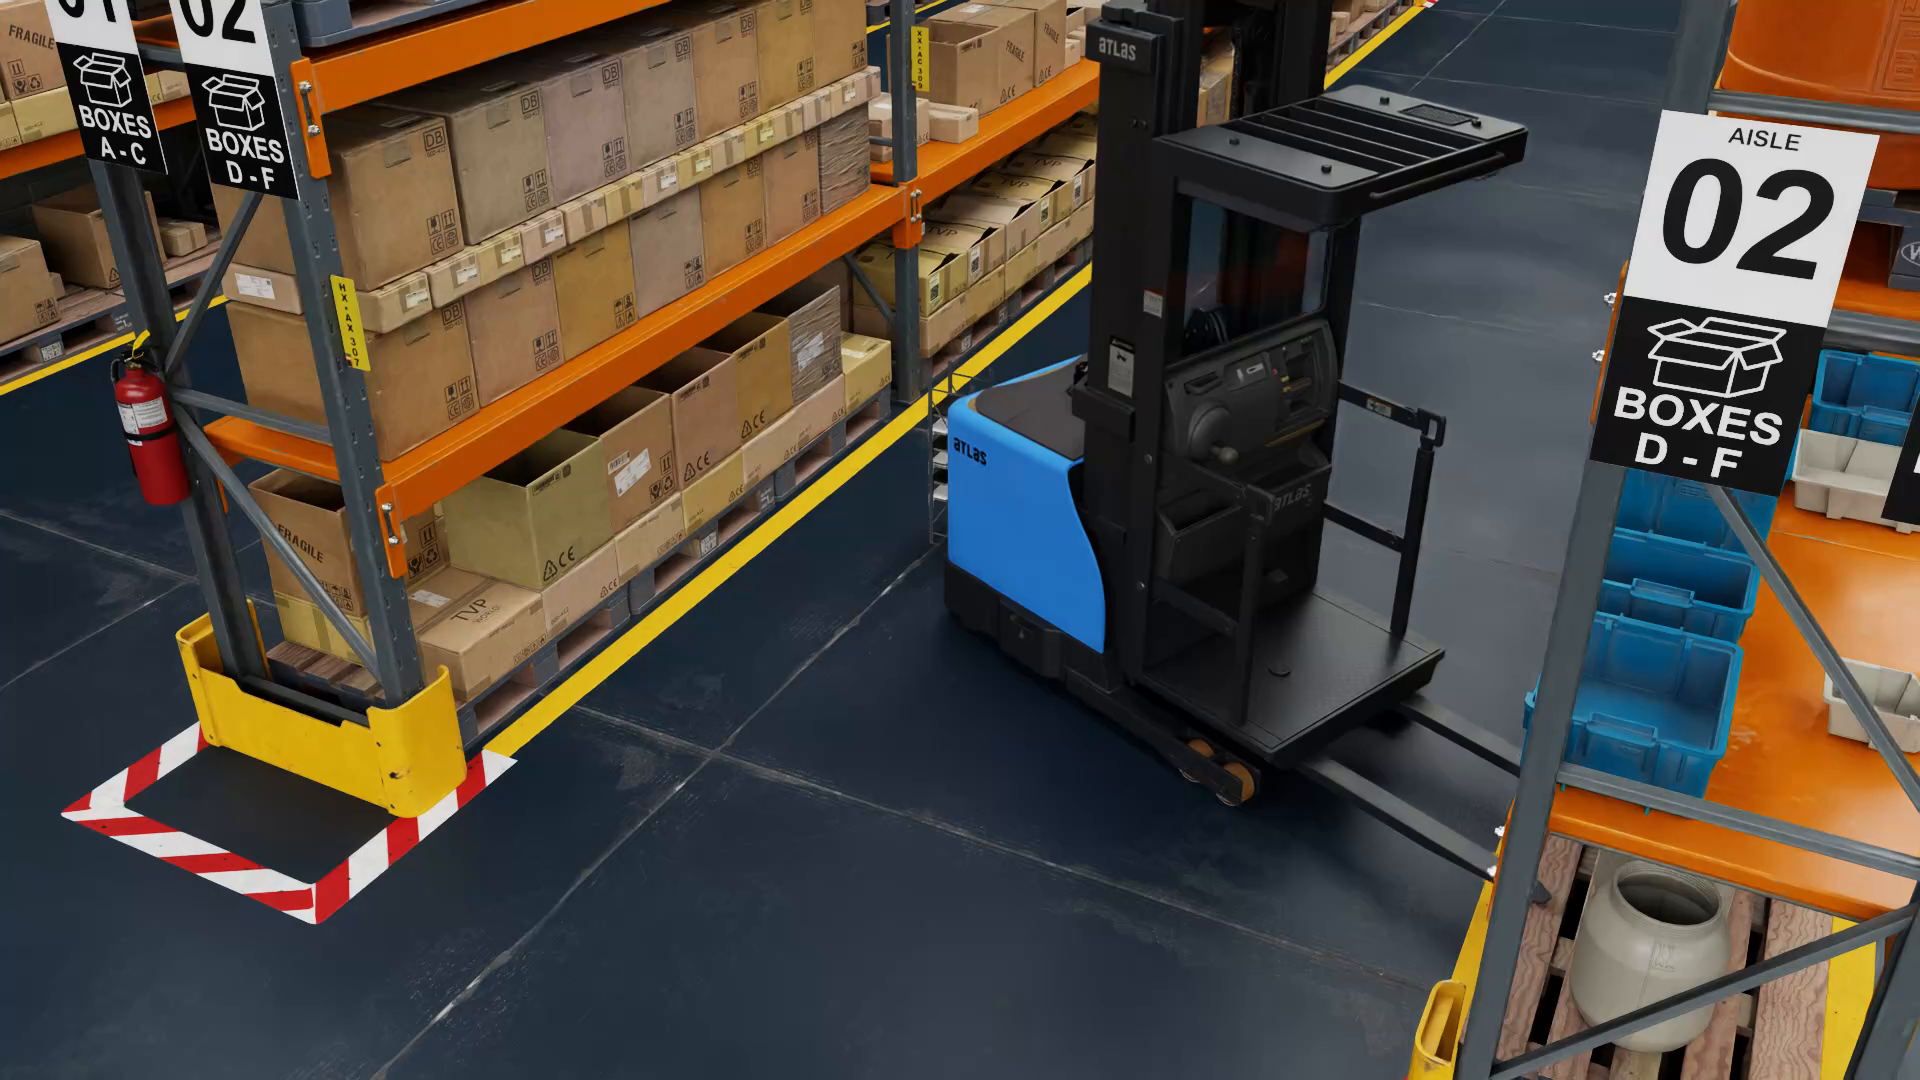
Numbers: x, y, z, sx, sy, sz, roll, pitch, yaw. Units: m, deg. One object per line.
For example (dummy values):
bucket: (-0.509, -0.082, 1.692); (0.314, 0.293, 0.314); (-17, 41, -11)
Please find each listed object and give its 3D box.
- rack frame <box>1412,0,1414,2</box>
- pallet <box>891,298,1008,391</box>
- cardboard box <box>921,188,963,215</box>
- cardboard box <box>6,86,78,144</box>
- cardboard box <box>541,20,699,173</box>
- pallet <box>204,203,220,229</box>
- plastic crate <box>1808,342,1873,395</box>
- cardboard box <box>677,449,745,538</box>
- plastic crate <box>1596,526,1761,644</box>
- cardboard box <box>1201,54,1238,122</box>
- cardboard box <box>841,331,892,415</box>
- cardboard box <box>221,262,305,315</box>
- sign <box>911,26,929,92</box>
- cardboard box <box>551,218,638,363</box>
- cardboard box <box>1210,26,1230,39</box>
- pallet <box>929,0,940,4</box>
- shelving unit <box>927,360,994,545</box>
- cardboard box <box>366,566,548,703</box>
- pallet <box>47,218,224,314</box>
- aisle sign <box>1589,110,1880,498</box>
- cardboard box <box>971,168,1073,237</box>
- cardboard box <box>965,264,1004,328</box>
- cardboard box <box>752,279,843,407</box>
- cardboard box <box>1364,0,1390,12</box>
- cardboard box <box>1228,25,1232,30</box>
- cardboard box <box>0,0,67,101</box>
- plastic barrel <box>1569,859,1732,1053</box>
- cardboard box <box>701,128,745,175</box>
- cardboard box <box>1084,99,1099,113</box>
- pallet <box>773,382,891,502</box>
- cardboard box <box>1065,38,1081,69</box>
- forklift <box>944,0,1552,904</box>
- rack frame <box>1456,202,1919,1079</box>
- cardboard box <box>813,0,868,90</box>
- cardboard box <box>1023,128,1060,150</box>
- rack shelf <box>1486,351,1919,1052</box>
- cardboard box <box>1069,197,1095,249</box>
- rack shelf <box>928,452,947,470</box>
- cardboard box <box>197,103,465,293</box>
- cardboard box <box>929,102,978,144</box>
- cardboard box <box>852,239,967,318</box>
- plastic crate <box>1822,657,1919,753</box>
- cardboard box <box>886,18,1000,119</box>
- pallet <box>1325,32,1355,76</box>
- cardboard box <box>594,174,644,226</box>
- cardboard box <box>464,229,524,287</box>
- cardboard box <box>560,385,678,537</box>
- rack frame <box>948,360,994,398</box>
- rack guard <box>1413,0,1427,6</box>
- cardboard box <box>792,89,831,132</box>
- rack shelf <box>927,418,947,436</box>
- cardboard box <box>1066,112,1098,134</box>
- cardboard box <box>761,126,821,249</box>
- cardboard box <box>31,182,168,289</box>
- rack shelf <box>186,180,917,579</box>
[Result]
rack frame: (4.765, -7.533, 18.356); (1.000, 3.000, 0.127); (14, 33, 23)
pallet: (-0.401, -1.340, 10.371); (1.003, 0.211, 1.213); (14, 33, 23)
cardboard box: (-0.312, -2.144, 10.747); (0.500, 0.311, 0.500); (14, 33, 23)
cardboard box: (-5.509, -2.555, 9.817); (0.500, 0.250, 0.500); (14, 33, 23)
cardboard box: (-1.584, -1.954, 7.237); (0.700, 0.500, 0.500); (14, 33, 23)
pallet: (-4.760, -2.472, 12.342); (1.003, 0.211, 1.213); (14, 33, 23)
plastic crate: (3.354, -0.858, 6.794); (0.767, 0.338, 0.504); (14, 33, 23)
cardboard box: (-1.397, -0.282, 8.068); (0.500, 0.250, 0.500); (14, 33, 23)
plastic crate: (2.146, 0.173, 5.085); (0.499, 0.251, 0.408); (14, 33, 23)
cardboard box: (2.049, -3.685, 13.723); (0.500, 0.500, 0.500); (14, 33, 23)
cardboard box: (-0.719, -0.948, 9.228); (0.500, 0.250, 0.500); (14, 33, 23)
cardboard box: (-2.520, -0.977, 6.188); (0.380, 0.149, 0.250); (14, 33, 22)
sign: (-0.207, -2.498, 8.639); (0.100, 0.325, 0.005); (14, 33, 23)
cardboard box: (-1.834, -1.140, 7.123); (0.700, 0.500, 0.500); (15, 33, 24)
cardboard box: (2.050, -4.589, 14.545); (0.500, 0.250, 0.500); (14, 33, 23)
pallet: (-0.498, -6.535, 19.418); (1.003, 0.211, 1.213); (14, 33, 23)
shelving unit: (0.004, -0.394, 8.032); (0.258, 0.900, 0.210); (14, 33, 23)
cardboard box: (-2.082, 0.383, 6.910); (0.500, 0.250, 0.500); (14, 33, 23)
pallet: (-5.388, -1.820, 11.208); (1.003, 0.211, 1.213); (14, 33, 23)
aisle sign: (1.587, -0.478, 3.459); (0.394, 0.787, 0.004); (14, 33, 23)
cardboard box: (0.407, -2.255, 10.941); (0.500, 0.311, 0.500); (15, 33, 25)
cardboard box: (-0.063, -1.552, 10.280); (0.500, 0.250, 0.500); (15, 33, 24)
cardboard box: (-0.957, -1.054, 8.660); (0.500, 0.500, 0.500); (14, 33, 23)
cardboard box: (4.277, -5.820, 17.692); (0.500, 0.250, 0.500); (14, 33, 23)
cardboard box: (2.272, -4.468, 15.088); (0.500, 0.500, 0.500); (15, 33, 24)
cardboard box: (-5.515, -2.881, 9.633); (0.500, 0.500, 0.500); (13, 32, 22)
plastic barrel: (2.116, 1.273, 5.098); (0.421, 0.512, 0.421); (0, 30, 0)
cardboard box: (-1.215, -1.806, 7.632); (0.380, 0.149, 0.250); (15, 33, 25)
cardboard box: (1.337, -3.561, 13.508); (0.500, 0.500, 0.500); (16, 33, 25)
pallet: (-1.101, -0.661, 9.189); (1.003, 0.211, 1.213); (14, 33, 23)
cardboard box: (0.590, -3.300, 11.236); (0.380, 0.149, 0.250); (17, 34, 27)
forklift: (1.261, -0.525, 6.221); (1.130, 2.935, 3.031); (-23, 37, -34)
rack frame: (1.884, 0.685, 4.045); (1.000, 3.000, 0.127); (14, 33, 23)
cardboard box: (-0.898, -2.621, 8.399); (0.700, 0.500, 0.500); (14, 33, 24)
cardboard box: (0.389, -2.819, 11.923); (0.500, 0.311, 0.500); (13, 33, 22)
rack shelf: (2.795, 0.111, 5.768); (1.077, 0.370, 4.000); (14, 33, 23)
cardboard box: (0.634, -2.236, 11.471); (0.500, 0.250, 0.500); (15, 33, 24)
rack shelf: (0.004, -0.365, 8.049); (0.258, 0.077, 0.200); (14, 33, 23)
cardboard box: (-2.276, -1.274, 6.052); (0.700, 0.500, 0.500); (14, 33, 23)
cardboard box: (-0.116, -2.451, 9.758); (0.380, 0.149, 0.250); (14, 33, 23)
cardboard box: (-0.292, -1.573, 9.753); (0.500, 0.311, 0.500); (14, 33, 23)
plastic crate: (2.578, 0.476, 4.674); (0.298, 0.136, 0.250); (14, 33, 23)
cardboard box: (-0.097, -2.827, 10.060); (0.500, 0.500, 0.500); (17, 34, 27)
pallet: (3.256, -4.855, 16.492); (1.003, 0.211, 1.213); (14, 33, 23)
cardboard box: (-1.569, -1.461, 7.031); (0.380, 0.149, 0.250); (14, 33, 23)
cardboard box: (-1.921, -1.118, 6.433); (0.380, 0.149, 0.250); (14, 33, 23)
cardboard box: (-1.639, -0.389, 7.502); (0.500, 0.500, 0.500); (14, 33, 23)
rack frame: (0.050, -0.439, 8.111); (0.240, 0.900, 0.006); (14, 33, 23)
rack guard: (4.730, -6.415, 18.920); (1.175, 0.500, 0.348); (14, 33, 23)
cardboard box: (-0.866, -2.143, 8.218); (0.380, 0.149, 0.250); (13, 32, 22)
rack shelf: (0.004, -0.521, 7.959); (0.258, 0.077, 0.200); (14, 33, 23)
cardboard box: (1.101, -2.931, 12.119); (0.500, 0.311, 0.500); (15, 33, 25)
cardboard box: (-1.133, -1.823, 8.312); (0.700, 0.500, 0.500); (14, 33, 23)
cardboard box: (-5.551, -1.973, 10.742); (0.500, 0.500, 0.500); (12, 32, 20)
rack shelf: (-1.613, -1.015, 7.727); (1.077, 0.370, 4.000); (14, 33, 23)
